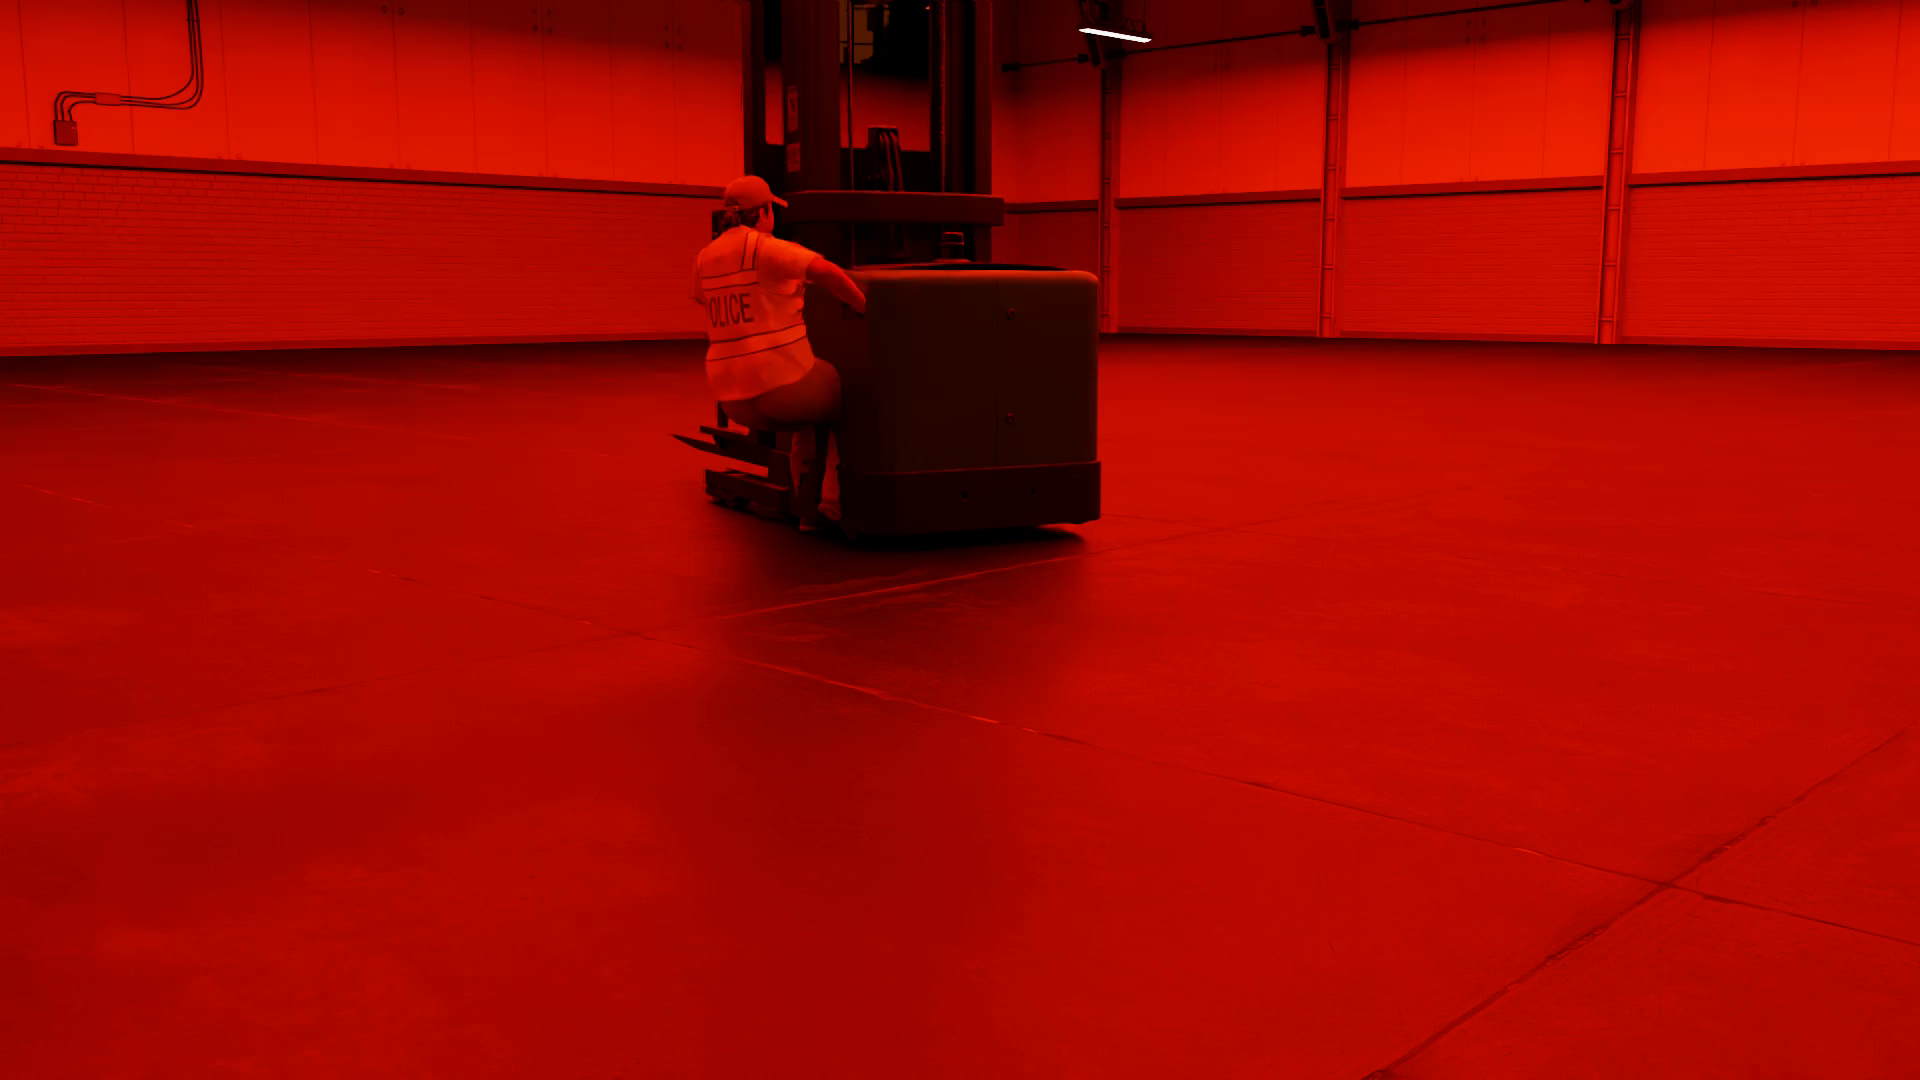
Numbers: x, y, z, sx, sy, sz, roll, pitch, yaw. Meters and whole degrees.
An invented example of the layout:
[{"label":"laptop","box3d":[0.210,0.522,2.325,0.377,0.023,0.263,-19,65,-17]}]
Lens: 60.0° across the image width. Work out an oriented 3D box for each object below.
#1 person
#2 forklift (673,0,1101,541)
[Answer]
[{"label":"person","box3d":[-0.636,-0.717,6.643,0.900,1.428,0.824,5,10,31]},{"label":"forklift","box3d":[-0.554,-1.624,7.662,1.130,2.935,3.031,-4,10,-27]}]
